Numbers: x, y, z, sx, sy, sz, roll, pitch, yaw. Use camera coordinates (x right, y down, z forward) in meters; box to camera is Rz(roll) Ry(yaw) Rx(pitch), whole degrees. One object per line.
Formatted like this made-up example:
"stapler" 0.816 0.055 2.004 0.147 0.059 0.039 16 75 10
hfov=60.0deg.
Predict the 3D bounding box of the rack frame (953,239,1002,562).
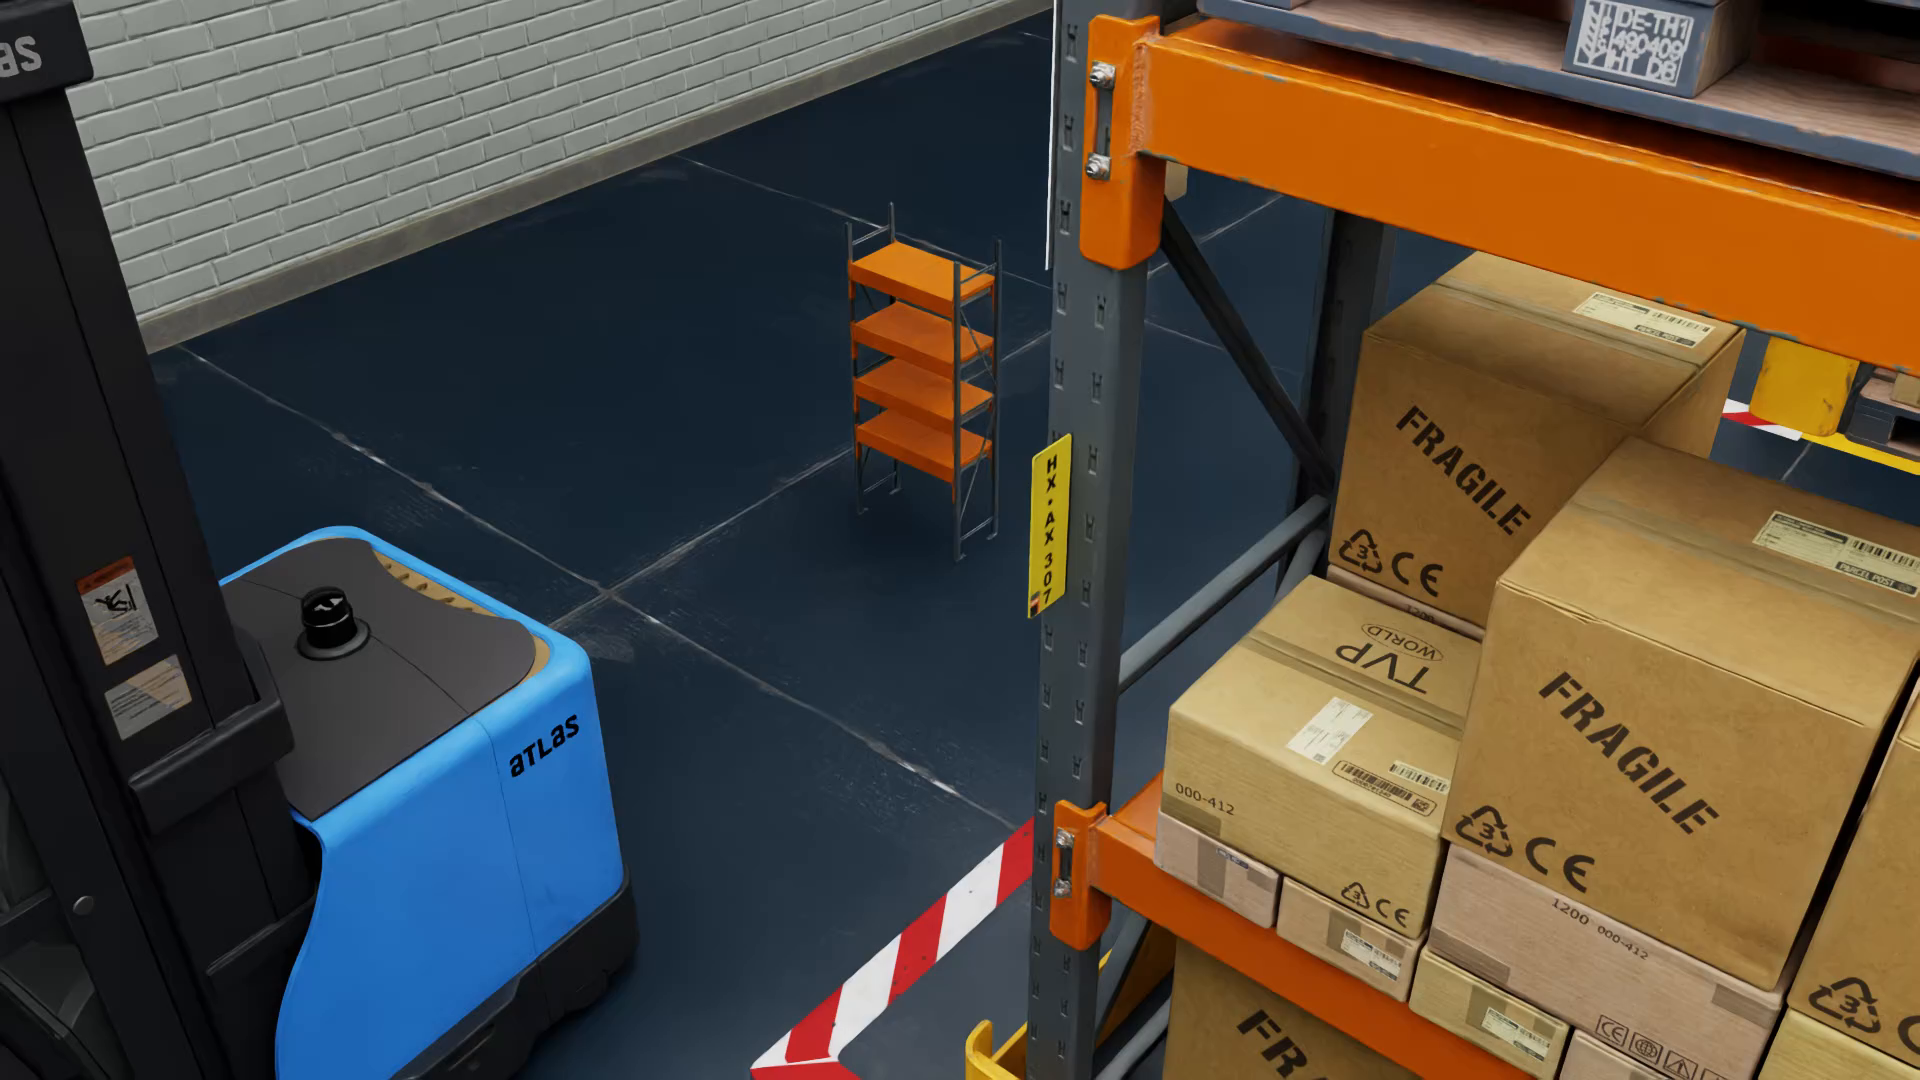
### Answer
"rack frame" 0.060 -0.466 5.869 0.015 1.200 0.240 25 42 32

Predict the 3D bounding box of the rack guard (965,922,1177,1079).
"rack guard" 0.491 1.152 4.130 0.348 0.500 1.175 25 42 32

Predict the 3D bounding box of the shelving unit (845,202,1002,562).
"shelving unit" -0.127 -0.555 5.998 0.503 1.200 0.258 25 42 32

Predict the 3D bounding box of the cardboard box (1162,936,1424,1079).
"cardboard box" 1.053 1.030 3.606 0.875 0.875 0.875 25 42 32

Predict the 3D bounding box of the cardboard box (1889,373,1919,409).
"cardboard box" 3.959 -0.660 6.708 0.250 0.149 0.380 26 42 33

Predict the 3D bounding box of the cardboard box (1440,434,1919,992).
"cardboard box" 1.090 0.233 2.468 0.500 0.500 0.500 24 41 31

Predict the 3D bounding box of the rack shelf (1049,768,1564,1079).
"rack shelf" 2.047 1.152 2.559 4.000 0.370 1.077 25 42 32

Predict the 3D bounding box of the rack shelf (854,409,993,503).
"rack shelf" -0.127 -0.335 6.148 0.480 0.148 0.258 25 42 32

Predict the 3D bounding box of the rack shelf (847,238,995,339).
"rack shelf" -0.127 -0.878 5.775 0.480 0.148 0.258 25 42 32

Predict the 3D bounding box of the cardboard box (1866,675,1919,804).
"cardboard box" 1.441 0.314 3.013 0.500 0.250 0.500 24 41 31

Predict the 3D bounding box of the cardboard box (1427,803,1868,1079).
"cardboard box" 1.110 0.547 2.674 0.500 0.250 0.500 25 41 31

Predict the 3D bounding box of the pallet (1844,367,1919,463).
"pallet" 4.421 -0.504 6.797 1.213 0.211 1.003 25 42 32

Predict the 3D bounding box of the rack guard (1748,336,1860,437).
"rack guard" 3.819 -0.933 7.167 0.348 0.500 1.175 25 42 32

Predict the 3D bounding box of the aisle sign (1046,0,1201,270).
"aisle sign" 0.262 -0.837 2.522 0.004 0.787 0.394 25 42 32

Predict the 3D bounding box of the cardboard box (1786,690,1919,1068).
"cardboard box" 1.492 0.418 2.199 0.500 0.500 0.500 24 41 31

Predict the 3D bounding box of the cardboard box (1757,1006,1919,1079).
"cardboard box" 1.493 0.730 2.407 0.500 0.250 0.500 24 41 30

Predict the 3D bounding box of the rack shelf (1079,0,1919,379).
"rack shelf" 2.047 -0.085 1.710 4.000 0.370 1.077 25 42 32

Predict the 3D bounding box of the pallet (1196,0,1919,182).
"pallet" 1.087 -0.805 2.201 1.213 0.211 1.003 25 42 32

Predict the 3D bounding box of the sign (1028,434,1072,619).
"sign" 0.150 -0.020 2.794 0.005 0.325 0.100 25 42 32

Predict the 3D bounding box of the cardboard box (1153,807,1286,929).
"cardboard box" 0.571 0.506 3.085 0.250 0.149 0.380 26 42 32

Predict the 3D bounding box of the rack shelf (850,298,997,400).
"rack shelf" -0.127 -0.683 5.909 0.480 0.148 0.258 25 42 32

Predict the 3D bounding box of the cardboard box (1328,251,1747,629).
"cardboard box" 1.052 -0.177 3.066 0.500 0.500 0.500 26 42 32

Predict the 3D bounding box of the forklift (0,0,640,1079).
"forklift" -2.151 0.447 3.009 1.130 2.935 3.031 23 40 29

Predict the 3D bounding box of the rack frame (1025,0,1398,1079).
"rack frame" 0.510 0.131 3.410 0.127 3.000 1.000 25 42 32

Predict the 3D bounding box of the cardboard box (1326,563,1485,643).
"cardboard box" 1.052 0.130 3.281 0.500 0.250 0.500 25 41 31

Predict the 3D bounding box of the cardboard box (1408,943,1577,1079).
"cardboard box" 0.966 0.691 2.816 0.250 0.149 0.380 24 41 31

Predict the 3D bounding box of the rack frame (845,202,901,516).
"rack frame" -0.315 -0.643 6.126 0.015 1.200 0.240 25 42 32

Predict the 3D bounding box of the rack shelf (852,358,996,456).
"rack shelf" -0.127 -0.499 6.036 0.480 0.148 0.258 25 42 32

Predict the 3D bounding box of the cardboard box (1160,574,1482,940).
"cardboard box" 0.706 0.361 2.944 0.500 0.250 0.500 24 41 31

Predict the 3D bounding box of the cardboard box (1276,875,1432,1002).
"cardboard box" 0.769 0.599 2.951 0.250 0.149 0.380 25 41 31

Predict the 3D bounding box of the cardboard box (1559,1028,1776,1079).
"cardboard box" 1.168 0.785 2.679 0.250 0.149 0.380 25 41 31
